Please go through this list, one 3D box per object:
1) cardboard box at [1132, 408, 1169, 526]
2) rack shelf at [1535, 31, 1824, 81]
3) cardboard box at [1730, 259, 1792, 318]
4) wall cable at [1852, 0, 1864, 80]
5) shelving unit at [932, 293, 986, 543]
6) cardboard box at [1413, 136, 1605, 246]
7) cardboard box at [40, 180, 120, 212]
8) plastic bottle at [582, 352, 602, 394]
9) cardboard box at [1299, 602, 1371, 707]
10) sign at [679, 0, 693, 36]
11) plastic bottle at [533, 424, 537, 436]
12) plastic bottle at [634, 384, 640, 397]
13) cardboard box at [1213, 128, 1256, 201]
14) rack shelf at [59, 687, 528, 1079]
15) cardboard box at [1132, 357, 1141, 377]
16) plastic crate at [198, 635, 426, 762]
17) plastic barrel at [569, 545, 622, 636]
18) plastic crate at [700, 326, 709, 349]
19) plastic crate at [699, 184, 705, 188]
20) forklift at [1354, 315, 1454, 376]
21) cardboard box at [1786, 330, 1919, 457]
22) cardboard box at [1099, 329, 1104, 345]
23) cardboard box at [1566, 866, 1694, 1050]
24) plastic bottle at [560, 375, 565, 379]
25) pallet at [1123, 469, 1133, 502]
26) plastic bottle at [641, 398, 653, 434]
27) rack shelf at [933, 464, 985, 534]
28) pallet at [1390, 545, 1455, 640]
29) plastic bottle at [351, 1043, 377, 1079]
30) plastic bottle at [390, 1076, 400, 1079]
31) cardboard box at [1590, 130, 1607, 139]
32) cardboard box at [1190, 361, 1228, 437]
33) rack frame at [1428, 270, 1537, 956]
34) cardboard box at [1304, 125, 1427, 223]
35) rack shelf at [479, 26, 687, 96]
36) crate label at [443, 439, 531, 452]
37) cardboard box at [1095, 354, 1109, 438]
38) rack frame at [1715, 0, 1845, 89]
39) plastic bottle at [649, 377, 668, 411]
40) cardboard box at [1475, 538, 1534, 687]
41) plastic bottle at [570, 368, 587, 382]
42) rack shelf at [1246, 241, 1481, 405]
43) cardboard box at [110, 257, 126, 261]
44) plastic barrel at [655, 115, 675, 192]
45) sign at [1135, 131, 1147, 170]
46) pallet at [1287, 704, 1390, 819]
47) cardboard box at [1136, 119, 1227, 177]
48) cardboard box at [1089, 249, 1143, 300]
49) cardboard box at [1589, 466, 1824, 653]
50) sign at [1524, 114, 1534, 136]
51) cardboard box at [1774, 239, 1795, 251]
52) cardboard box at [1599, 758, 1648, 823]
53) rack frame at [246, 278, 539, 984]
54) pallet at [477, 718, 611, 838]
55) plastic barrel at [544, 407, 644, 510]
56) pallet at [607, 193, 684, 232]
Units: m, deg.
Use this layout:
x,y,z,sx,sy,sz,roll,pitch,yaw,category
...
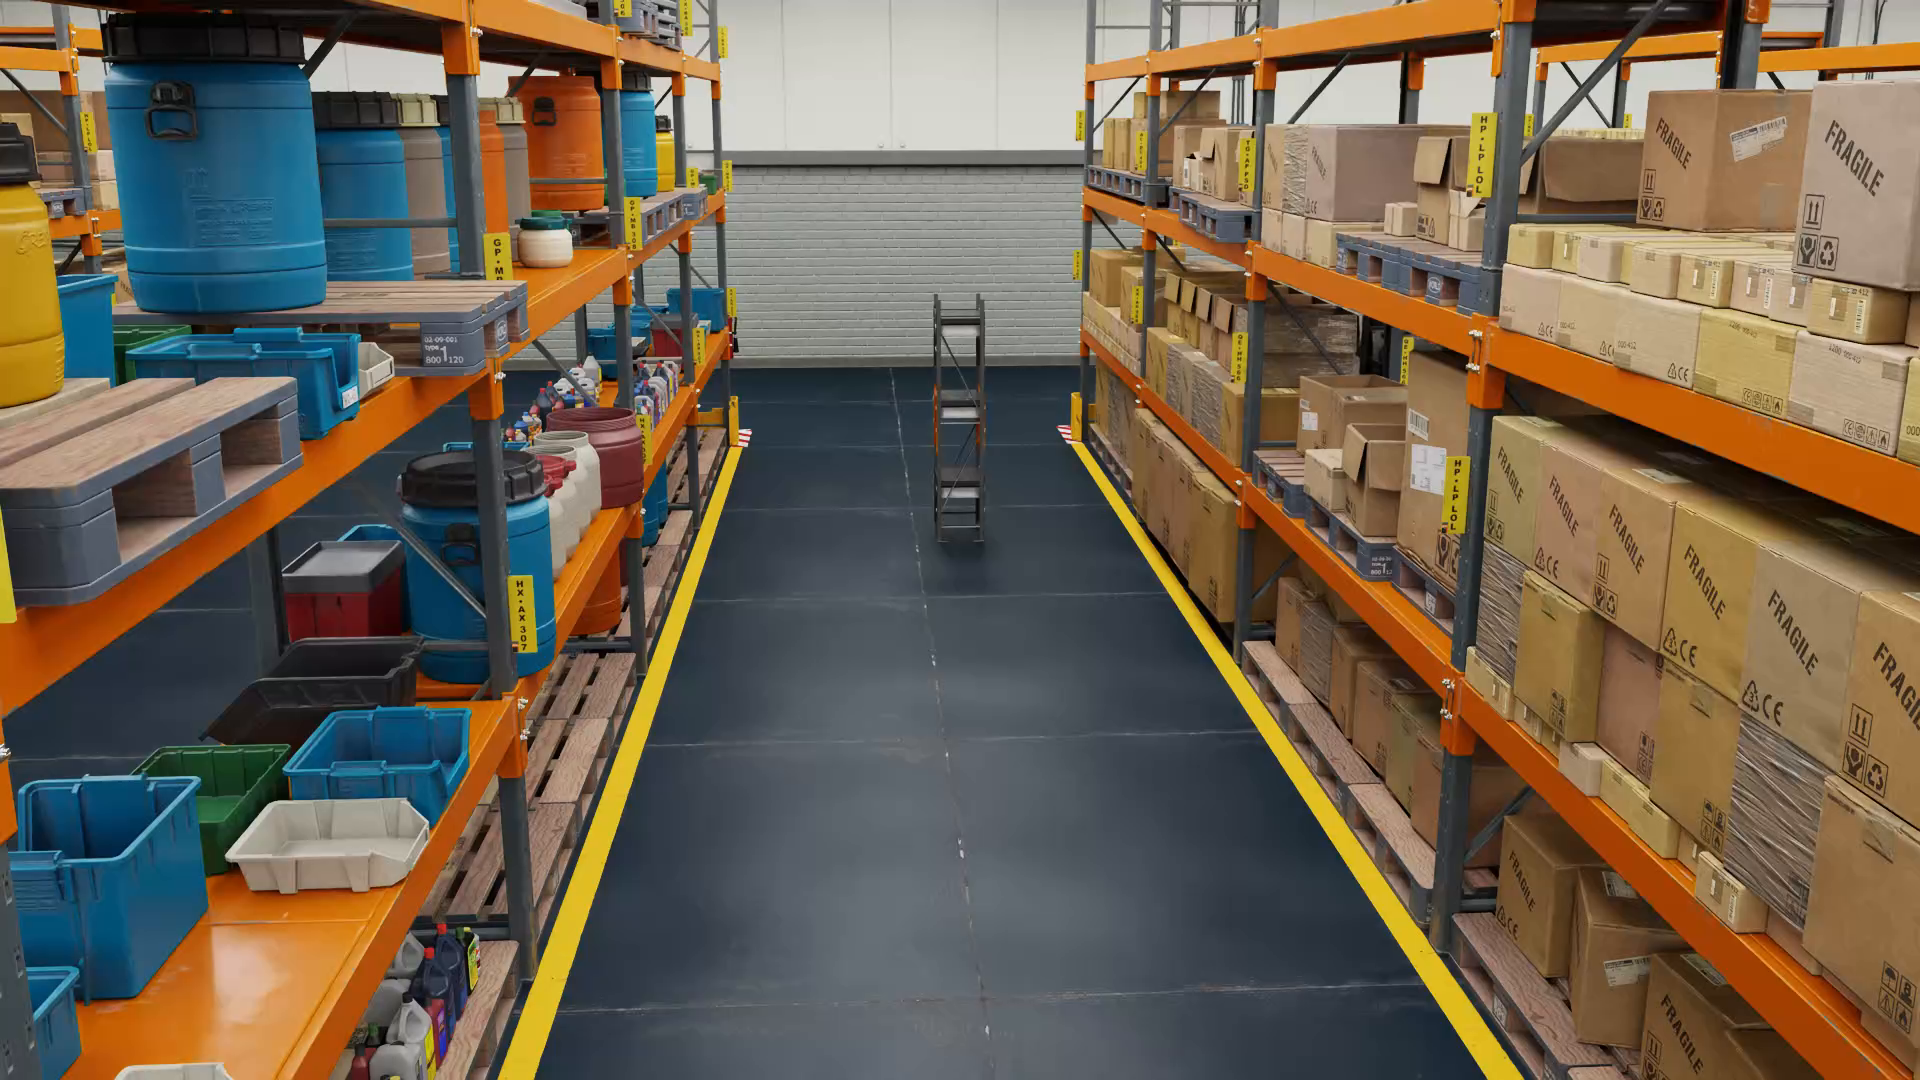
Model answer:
x,y,z,sx,sy,sz,roll,pitch,yaw,category
2.175,-0.639,14.412,1.225,0.875,0.875,-1,14,-3,cardboard box
6.948,-4.728,16.292,1.077,0.370,4.000,-1,14,-3,rack shelf
2.492,-0.734,4.841,0.380,0.149,0.250,-1,14,-2,cardboard box
11.876,-7.098,24.054,2.355,3.000,0.029,-1,14,-3,wall cable
-0.010,-1.058,14.425,0.431,2.100,0.503,-1,14,-3,shelving unit
2.622,-1.693,8.016,0.797,0.503,0.637,0,14,-1,cardboard box
-7.555,-2.976,14.356,0.500,0.250,0.500,-1,14,-3,cardboard box
-3.127,-1.421,14.127,0.144,0.351,0.185,-1,14,-3,plastic bottle
2.472,0.673,10.025,0.700,0.500,0.500,-2,15,-8,cardboard box
-2.279,-4.359,13.829,0.100,0.325,0.005,-1,14,-3,sign
-3.064,-0.757,11.849,0.097,0.201,0.097,0,14,0,plastic bottle
-2.527,-1.078,12.954,0.097,0.271,0.097,0,14,0,plastic bottle
2.113,-2.697,11.926,0.500,0.500,0.500,0,14,0,cardboard box
-2.208,1.288,4.943,1.077,0.370,4.000,-1,14,-3,rack shelf
1.770,-1.573,15.123,0.380,0.149,0.250,-1,14,-3,cardboard box
-2.427,0.605,6.281,0.767,0.338,0.504,-1,14,-3,plastic crate
-2.627,0.174,11.343,0.600,0.830,0.708,-1,14,-3,plastic barrel
-2.692,-1.983,16.429,0.416,0.233,0.300,-1,14,-3,plastic crate
-2.700,-3.357,16.062,0.437,0.136,0.530,-1,14,-3,plastic crate
4.441,-1.847,15.822,1.130,2.935,3.031,-1,14,-4,forklift
2.519,-0.387,4.291,0.500,0.250,0.500,-1,14,-2,cardboard box
1.643,-2.084,17.109,0.380,0.149,0.250,-1,14,-4,cardboard box
2.639,1.616,6.401,0.500,0.500,0.500,4,15,14,cardboard box
-3.176,-1.172,13.295,0.061,0.283,0.133,-1,14,-3,plastic bottle
2.147,-0.463,15.904,1.003,0.211,1.213,-1,14,-3,pallet
-2.336,-0.919,12.337,0.097,0.271,0.097,0,14,0,plastic bottle
-0.010,-0.367,14.603,0.431,0.518,0.480,-1,14,-3,rack shelf
2.709,0.267,7.855,1.003,0.211,1.213,-1,14,-3,pallet
-2.073,1.871,5.803,0.061,0.283,0.133,-1,14,-3,plastic bottle
-1.932,1.938,5.708,0.097,0.201,0.097,0,14,0,plastic bottle
6.616,-4.079,16.836,0.380,0.149,0.250,0,14,-2,cardboard box
2.025,-1.049,12.384,0.500,0.500,0.500,-1,14,-5,cardboard box
2.611,0.366,7.084,1.000,3.000,0.127,-1,14,-3,rack frame
2.202,-2.000,9.056,0.500,0.500,0.500,-1,14,-5,cardboard box
-2.704,-3.413,11.978,1.077,0.370,4.000,-1,14,-3,rack shelf
-2.788,-0.318,9.672,0.502,0.435,0.616,-1,14,-3,crate label
1.987,-1.635,18.282,0.875,0.875,0.875,-1,14,-3,cardboard box
7.072,-4.580,14.269,1.000,3.000,0.127,-1,14,-3,rack frame
-2.427,-1.178,13.333,0.152,0.276,0.135,-1,14,-3,plastic bottle
2.578,0.286,6.596,0.875,0.500,0.500,-1,14,-3,cardboard box
-3.157,-1.275,13.711,0.152,0.276,0.135,-1,14,-3,plastic bottle
2.487,-1.236,8.733,1.077,0.370,4.000,-1,14,-3,rack shelf
-7.584,-2.382,15.557,0.500,0.500,0.500,-1,14,-5,cardboard box
-2.569,-3.070,13.200,0.600,0.588,0.600,0,14,0,plastic barrel
1.562,-3.356,14.334,0.100,0.325,0.005,-1,14,-3,sign
2.483,1.219,9.366,1.003,0.211,1.213,-1,14,-3,pallet
2.007,-3.570,15.118,0.700,0.500,0.500,-2,15,-7,cardboard box
1.659,-2.805,17.608,0.500,0.500,0.500,-1,14,-5,cardboard box
2.448,0.054,5.493,0.500,0.500,0.500,-1,14,-3,cardboard box
6.283,-4.537,18.367,0.100,0.325,0.005,-1,14,-3,sign
2.990,-0.934,5.616,0.380,0.149,0.250,-1,14,-5,cardboard box
2.426,0.856,5.682,0.380,0.149,0.250,-1,14,-3,cardboard box
-2.332,0.443,6.787,1.000,3.000,0.127,-1,14,-3,rack frame
-2.498,1.294,9.073,1.003,0.211,1.213,-1,14,-3,pallet
-2.249,-0.507,10.206,0.600,0.536,0.708,-1,14,-3,plastic barrel
-2.608,-2.433,12.321,1.003,0.211,1.213,-1,14,-3,pallet
